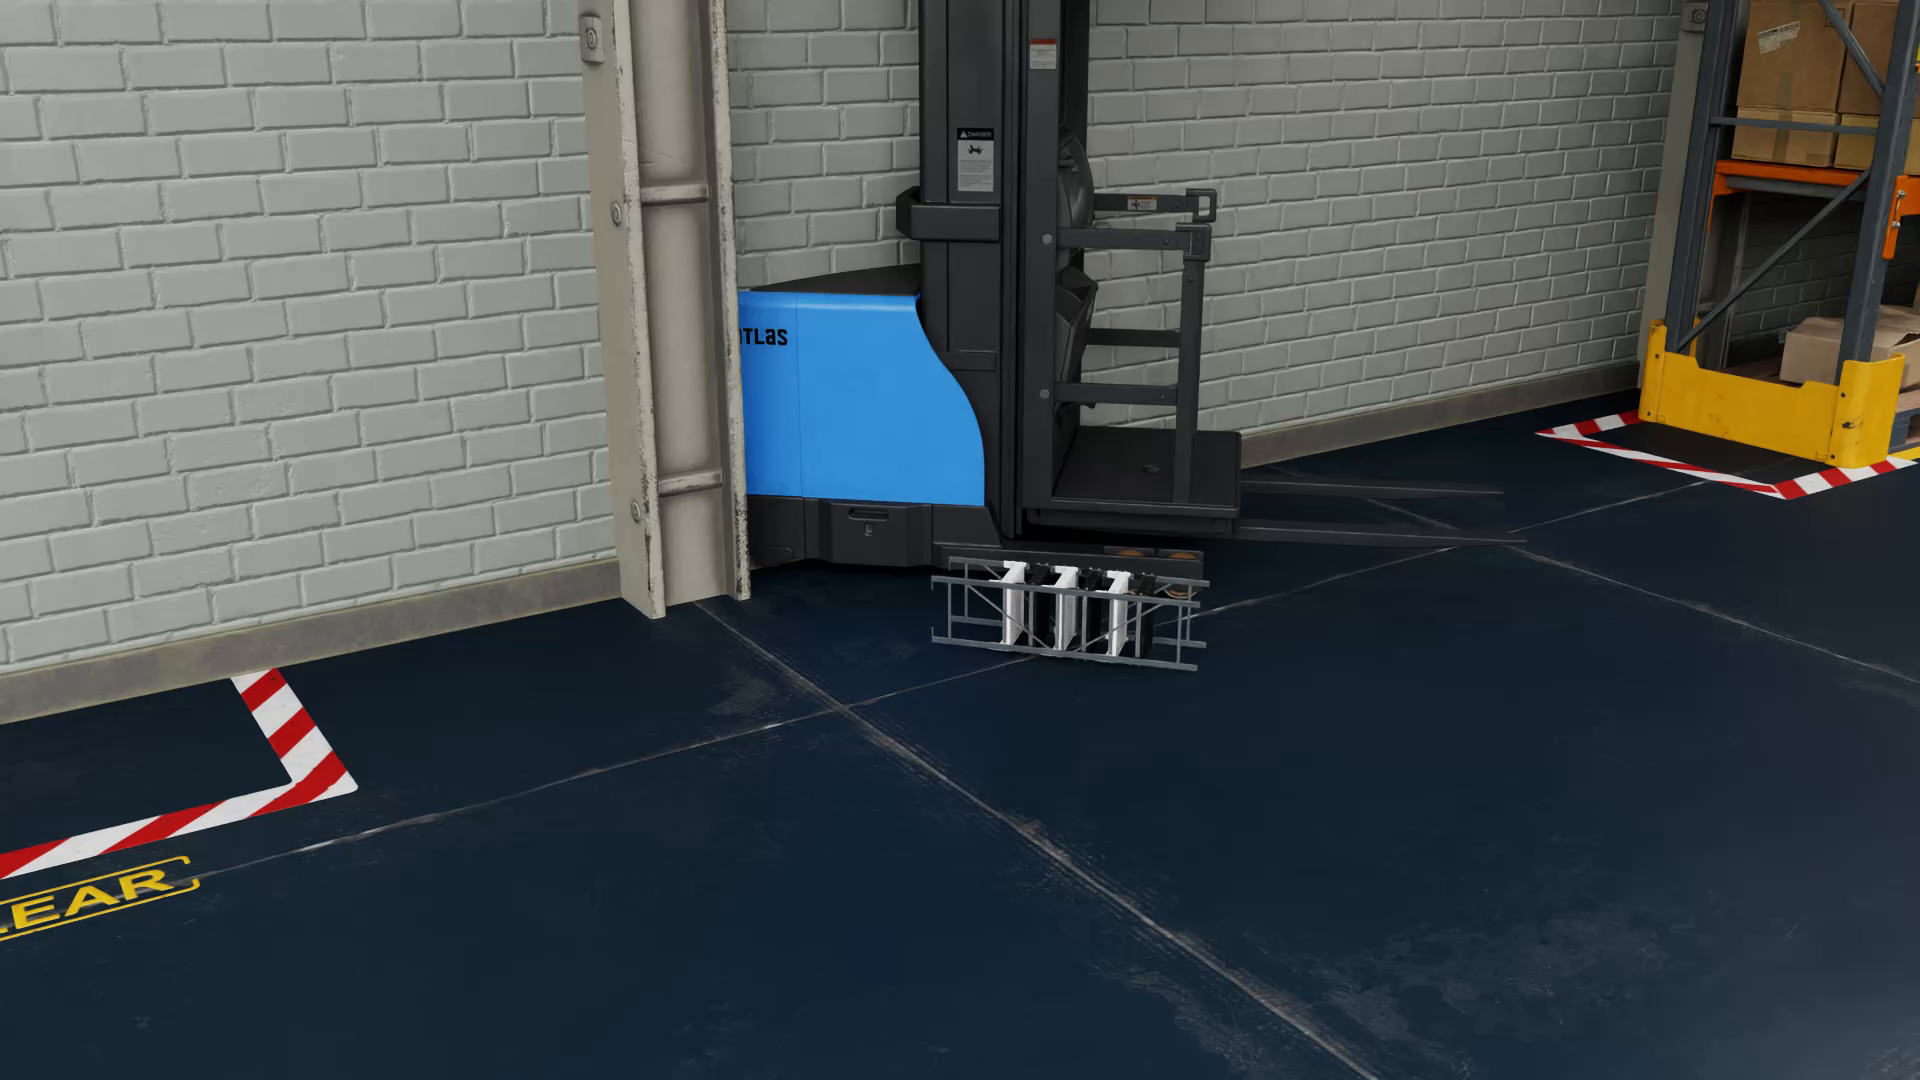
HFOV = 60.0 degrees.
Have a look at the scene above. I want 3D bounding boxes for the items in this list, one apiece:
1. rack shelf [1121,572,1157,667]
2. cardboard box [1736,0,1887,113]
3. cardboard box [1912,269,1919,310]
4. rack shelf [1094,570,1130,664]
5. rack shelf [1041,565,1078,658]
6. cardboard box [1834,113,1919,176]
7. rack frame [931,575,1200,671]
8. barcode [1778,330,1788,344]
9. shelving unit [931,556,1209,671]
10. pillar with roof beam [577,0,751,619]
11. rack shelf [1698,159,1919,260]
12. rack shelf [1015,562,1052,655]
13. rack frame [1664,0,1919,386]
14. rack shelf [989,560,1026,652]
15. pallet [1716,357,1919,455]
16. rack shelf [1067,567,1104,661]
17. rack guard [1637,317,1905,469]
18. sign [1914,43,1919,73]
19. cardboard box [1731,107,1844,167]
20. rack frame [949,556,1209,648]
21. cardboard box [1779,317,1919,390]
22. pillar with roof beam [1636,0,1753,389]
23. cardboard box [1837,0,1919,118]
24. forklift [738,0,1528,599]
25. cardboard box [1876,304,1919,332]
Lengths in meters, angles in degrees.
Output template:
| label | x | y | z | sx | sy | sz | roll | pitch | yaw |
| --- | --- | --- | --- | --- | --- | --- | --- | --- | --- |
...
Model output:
| label | x | y | z | sx | sy | sz | roll | pitch | yaw |
| --- | --- | --- | --- | --- | --- | --- | --- | --- | --- |
| rack shelf | 0.593 | 0.262 | 5.511 | 0.077 | 0.258 | 0.200 | 5 | 19 | 15 |
| cardboard box | 4.164 | -2.351 | 8.047 | 0.500 | 0.500 | 0.500 | -12 | 22 | -32 |
| cardboard box | 5.631 | -1.255 | 8.991 | 0.500 | 0.500 | 0.700 | -14 | 23 | -35 |
| rack shelf | 0.507 | 0.254 | 5.534 | 0.077 | 0.258 | 0.200 | 5 | 19 | 15 |
| rack shelf | 0.334 | 0.238 | 5.582 | 0.077 | 0.258 | 0.200 | 5 | 19 | 15 |
| cardboard box | 4.469 | -1.857 | 7.756 | 0.500 | 0.250 | 0.500 | -13 | 22 | -33 |
| rack frame | 0.337 | 0.272 | 5.481 | 0.900 | 0.240 | 0.006 | 5 | 19 | 15 |
| barcode | 4.310 | -1.064 | 8.706 | 0.075 | 0.075 | 0.001 | -12 | 22 | -31 |
| shelving unit | 0.366 | 0.241 | 5.573 | 0.900 | 0.258 | 0.210 | 5 | 19 | 15 |
| pillar with roof beam | 1.353 | -2.905 | 1.288 | 0.400 | 9.000 | 9.100 | -12 | 22 | -31 |
| rack shelf | 5.558 | -1.929 | 8.889 | 4.000 | 0.370 | 1.077 | -12 | 22 | -31 |
| rack shelf | 0.247 | 0.230 | 5.606 | 0.077 | 0.258 | 0.200 | 5 | 19 | 15 |
| rack frame | 3.887 | -1.917 | 7.732 | 0.127 | 3.000 | 1.000 | -12 | 22 | -31 |
| rack shelf | 0.161 | 0.222 | 5.630 | 0.077 | 0.258 | 0.200 | 5 | 19 | 15 |
| pallet | 4.649 | -0.743 | 8.614 | 1.213 | 0.211 | 1.003 | -12 | 22 | -31 |
| rack shelf | 0.420 | 0.246 | 5.558 | 0.077 | 0.258 | 0.200 | 5 | 19 | 15 |
| rack guard | 3.951 | -0.746 | 8.172 | 0.348 | 0.500 | 1.175 | -12 | 22 | -31 |
| sign | 4.186 | -2.182 | 7.164 | 0.005 | 0.325 | 0.100 | -12 | 22 | -31 |
| cardboard box | 4.171 | -1.990 | 8.150 | 0.500 | 0.250 | 0.500 | -12 | 22 | -31 |
| rack frame | 0.394 | 0.209 | 5.666 | 0.900 | 0.240 | 0.006 | 5 | 19 | 15 |
| cardboard box | 4.515 | -0.950 | 8.382 | 0.500 | 0.311 | 0.500 | -15 | 24 | -37 |
| pillar with roof beam | 6.364 | -3.962 | 4.414 | 0.400 | 9.000 | 9.100 | -12 | 22 | -31 |
| cardboard box | 4.451 | -2.215 | 7.644 | 0.500 | 0.500 | 0.500 | -12 | 22 | -31 |
| forklift | 0.620 | -1.356 | 6.178 | 3.031 | 2.935 | 1.130 | 3 | 19 | 9 |
| cardboard box | 4.991 | -1.050 | 8.679 | 0.500 | 0.311 | 0.500 | -10 | 21 | -27 |
